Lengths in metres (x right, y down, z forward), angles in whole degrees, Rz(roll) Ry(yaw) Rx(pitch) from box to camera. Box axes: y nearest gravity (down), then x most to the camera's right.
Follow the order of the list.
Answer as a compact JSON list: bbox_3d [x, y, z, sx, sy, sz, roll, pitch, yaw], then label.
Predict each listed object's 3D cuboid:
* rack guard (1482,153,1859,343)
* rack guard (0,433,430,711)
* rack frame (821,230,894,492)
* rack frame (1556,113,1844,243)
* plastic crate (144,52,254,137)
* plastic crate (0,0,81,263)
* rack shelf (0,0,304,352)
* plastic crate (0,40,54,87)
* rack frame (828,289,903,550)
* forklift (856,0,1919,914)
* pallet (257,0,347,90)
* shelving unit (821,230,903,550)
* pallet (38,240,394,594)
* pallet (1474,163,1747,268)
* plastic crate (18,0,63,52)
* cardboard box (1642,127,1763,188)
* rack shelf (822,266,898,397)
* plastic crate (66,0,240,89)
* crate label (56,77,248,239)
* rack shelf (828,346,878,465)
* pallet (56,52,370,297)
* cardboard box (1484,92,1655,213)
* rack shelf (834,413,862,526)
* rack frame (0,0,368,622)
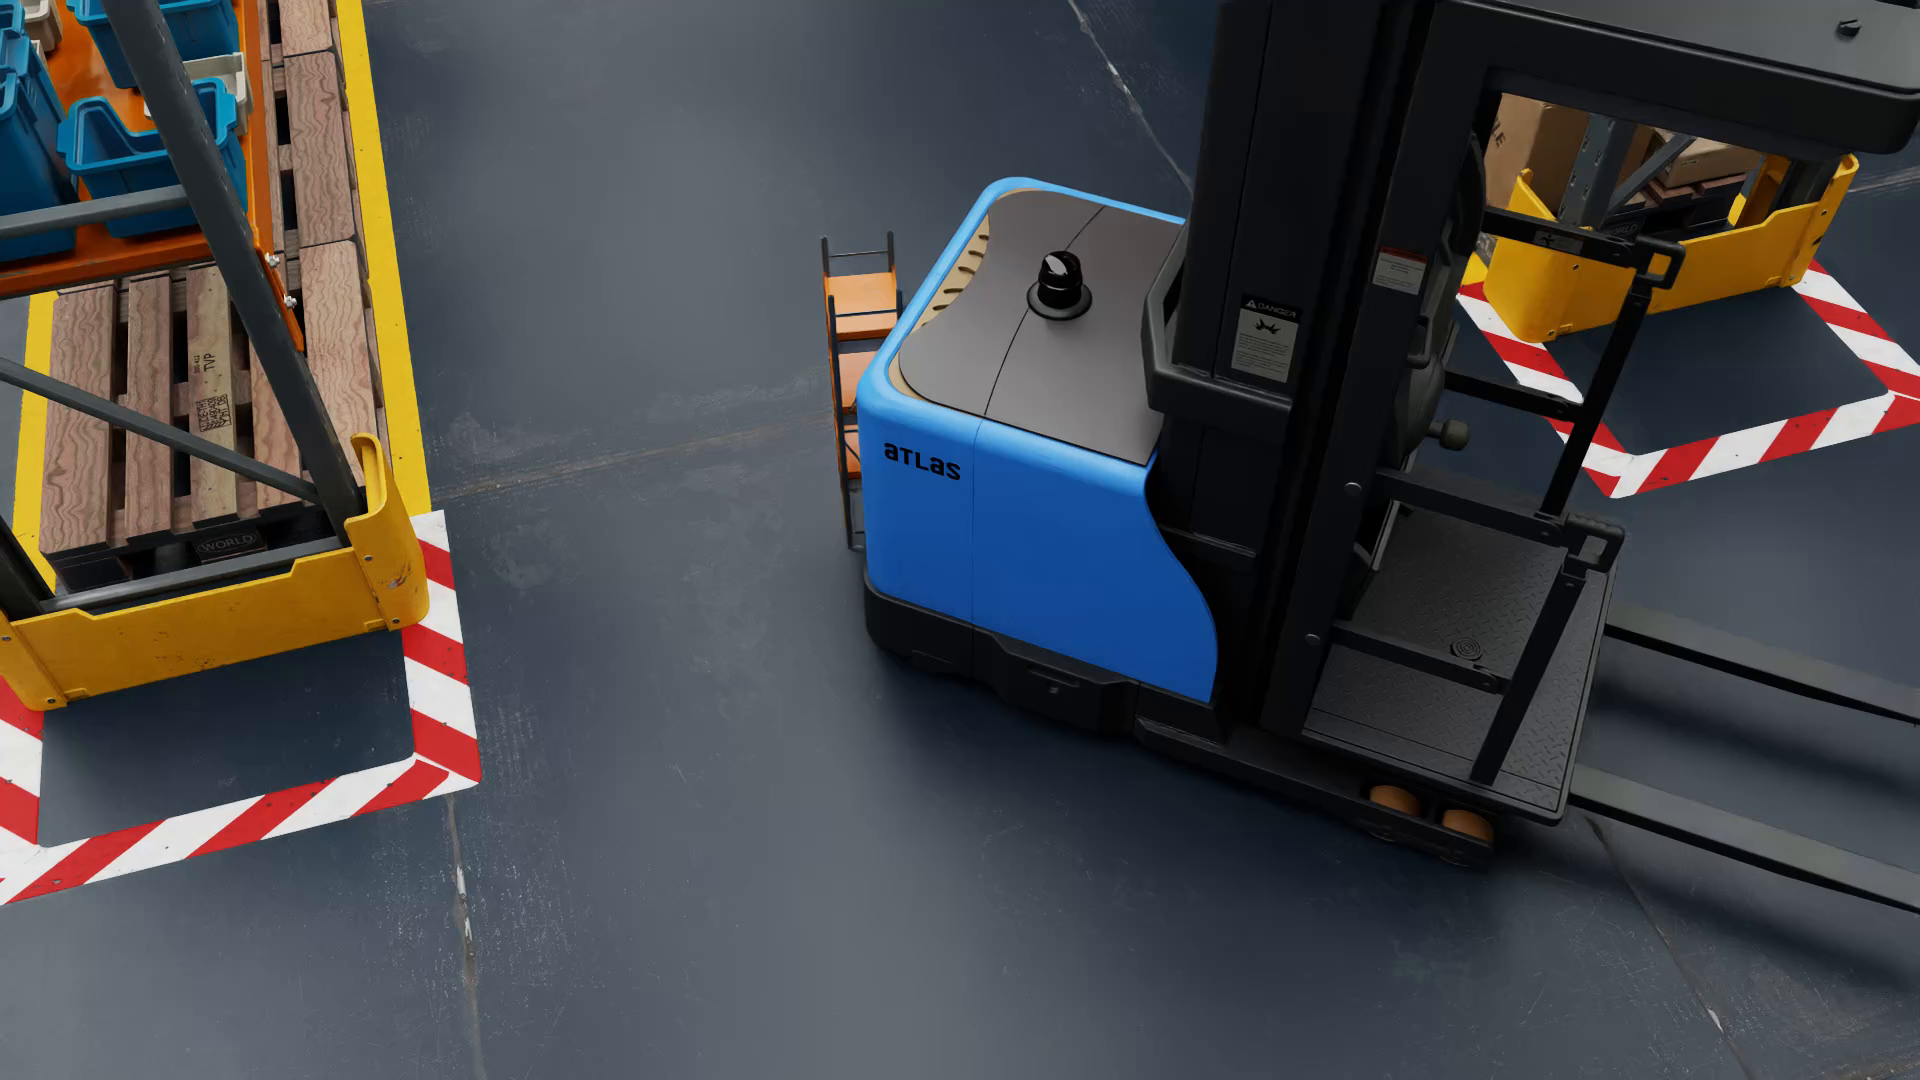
[{"bbox_3d":[2.479,-1.095,5.846,1.175,0.500,0.348,-13,51,-11],"label":"rack guard"},{"bbox_3d":[-2.212,0.092,4.845,1.175,0.500,0.348,-13,51,-11],"label":"rack guard"},{"bbox_3d":[-0.285,-0.506,4.990,0.200,1.050,0.008,-6,50,-5],"label":"rack frame"},{"bbox_3d":[2.502,-1.845,4.844,1.000,3.000,0.127,-13,51,-11],"label":"rack frame"},{"bbox_3d":[-2.006,-1.170,4.408,0.250,0.136,0.298,-13,51,-11],"label":"plastic crate"},{"bbox_3d":[-2.509,-0.961,4.036,0.616,0.435,0.499,-13,51,-11],"label":"plastic crate"},{"bbox_3d":[-2.823,-1.957,5.408,1.077,0.370,4.000,-13,51,-11],"label":"rack shelf"},{"bbox_3d":[-2.645,-1.217,4.447,0.396,0.136,0.243,-13,51,-11],"label":"plastic crate"},{"bbox_3d":[-0.253,-0.321,4.834,0.200,1.050,0.008,-6,50,-5],"label":"rack frame"},{"bbox_3d":[1.287,-0.529,3.779,3.031,2.935,1.130,18,52,15],"label":"forklift"},{"bbox_3d":[-3.160,-2.222,6.986,1.003,0.211,1.213,-13,51,-11],"label":"pallet"},{"bbox_3d":[-0.269,-0.413,4.912,0.215,1.050,0.252,-6,50,-5],"label":"shelving unit"},{"bbox_3d":[-2.438,-0.440,5.483,1.003,0.211,1.213,-13,51,-11],"label":"pallet"},{"bbox_3d":[2.242,-1.584,6.447,1.003,0.211,1.213,-13,51,-11],"label":"pallet"},{"bbox_3d":[-2.717,-1.432,4.629,0.396,0.136,0.243,-13,51,-11],"label":"plastic crate"},{"bbox_3d":[2.706,-1.452,6.089,0.380,0.149,0.250,-13,51,-11],"label":"cardboard box"},{"bbox_3d":[-0.269,-0.589,4.703,0.215,0.259,0.240,-6,50,-5],"label":"rack shelf"},{"bbox_3d":[-2.185,-1.429,4.563,0.416,0.233,0.300,-13,51,-11],"label":"plastic crate"},{"bbox_3d":[-1.990,-0.948,4.158,0.416,0.233,0.303,-13,51,-11],"label":"crate label"},{"bbox_3d":[-0.269,-0.406,4.920,0.215,0.259,0.240,-6,50,-5],"label":"rack shelf"},{"bbox_3d":[-2.795,-1.330,6.233,1.003,0.211,1.213,-13,51,-11],"label":"pallet"},{"bbox_3d":[2.105,-1.523,5.919,0.500,0.500,0.500,-13,51,-11],"label":"cardboard box"},{"bbox_3d":[-0.269,-0.227,5.132,0.215,0.259,0.240,-6,50,-5],"label":"rack shelf"},{"bbox_3d":[-2.231,-0.728,3.902,1.000,3.000,0.127,-13,51,-11],"label":"rack frame"}]
